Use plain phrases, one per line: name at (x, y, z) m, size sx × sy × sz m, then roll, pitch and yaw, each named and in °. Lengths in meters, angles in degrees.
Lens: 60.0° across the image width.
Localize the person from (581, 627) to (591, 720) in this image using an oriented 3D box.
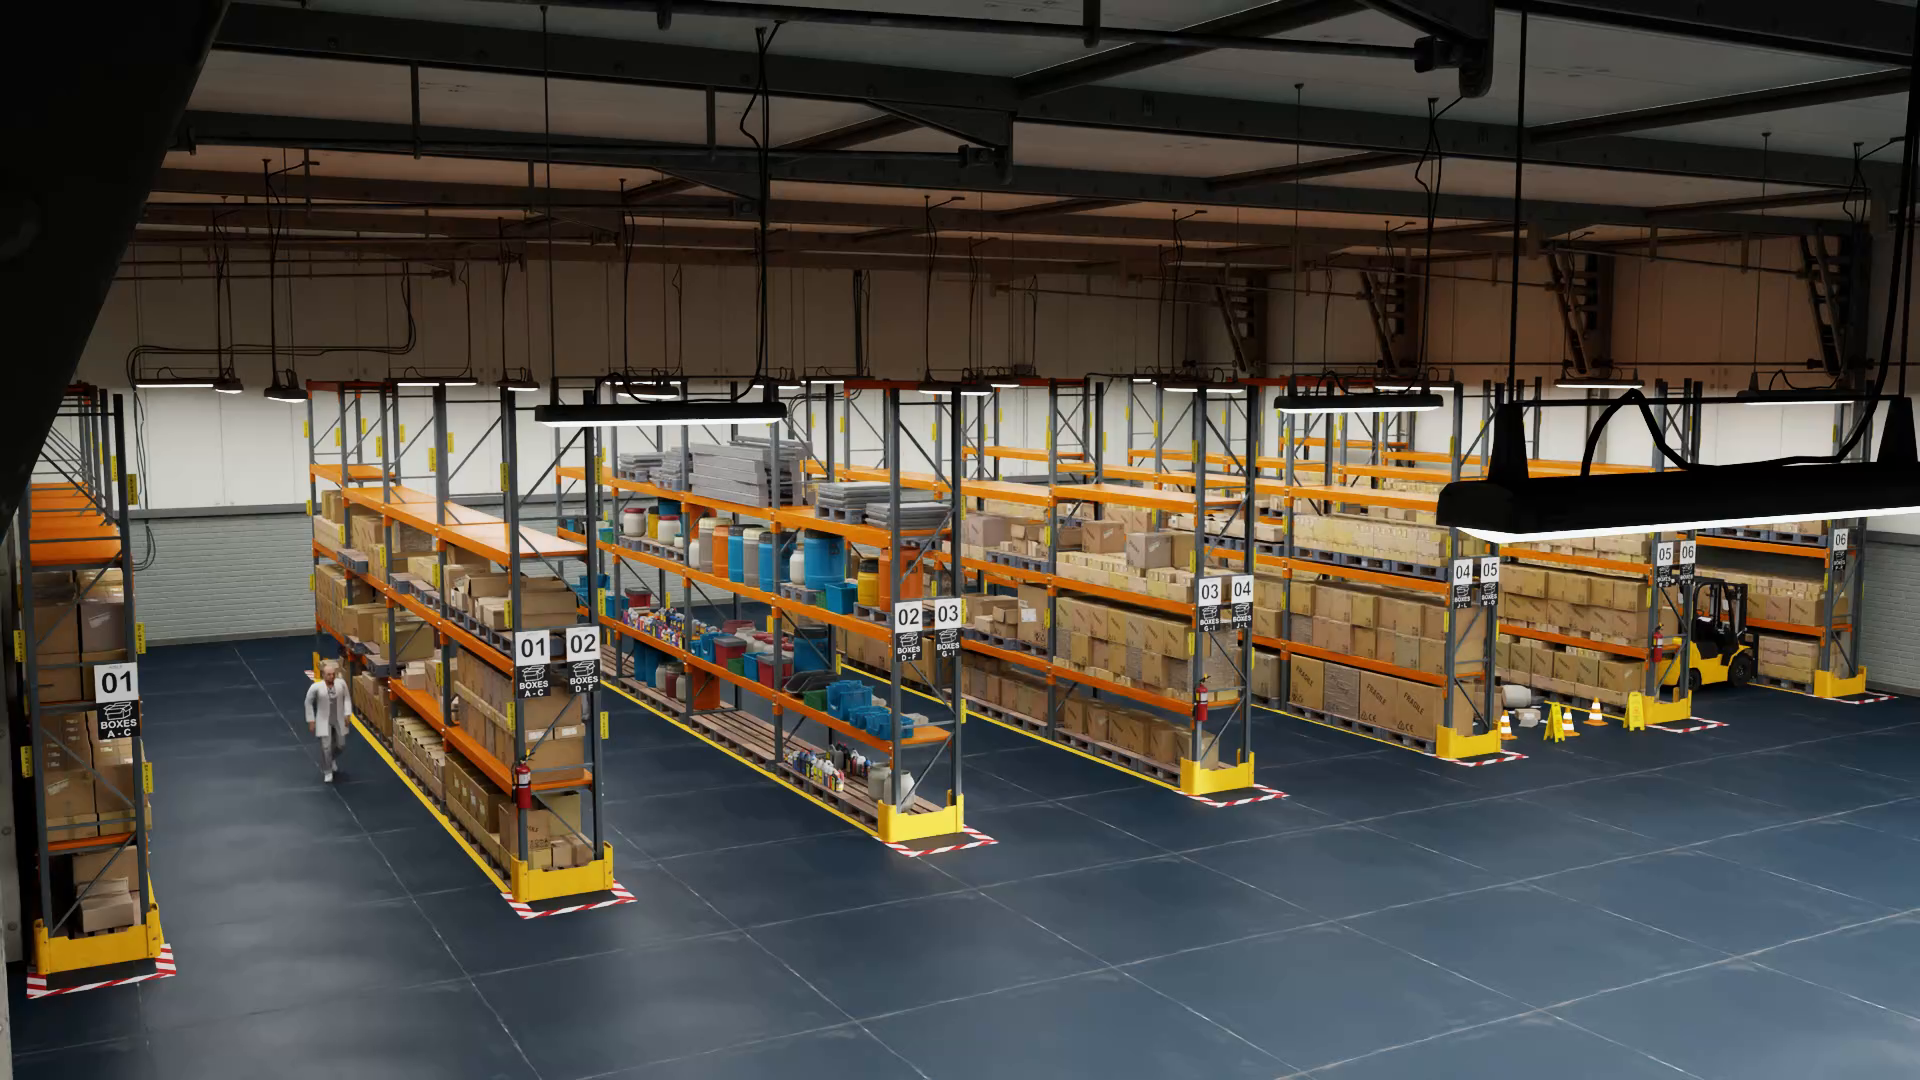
person at (-6.631, 2.369, 29.443) m, size 0.526 × 1.669 × 0.506 m, roll -1°, pitch 6°, yaw -13°

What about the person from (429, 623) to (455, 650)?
person at (-10.306, 2.013, 32.833) m, size 0.636 × 1.677 × 0.568 m, roll 0°, pitch 6°, yaw -1°

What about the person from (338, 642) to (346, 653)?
person at (-13.335, 1.666, 36.190) m, size 0.420 × 1.669 × 0.508 m, roll -3°, pitch 7°, yaw -30°

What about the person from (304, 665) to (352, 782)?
person at (-9.667, 2.765, 25.419) m, size 0.671 × 1.765 × 0.740 m, roll -5°, pitch 8°, yaw -38°
